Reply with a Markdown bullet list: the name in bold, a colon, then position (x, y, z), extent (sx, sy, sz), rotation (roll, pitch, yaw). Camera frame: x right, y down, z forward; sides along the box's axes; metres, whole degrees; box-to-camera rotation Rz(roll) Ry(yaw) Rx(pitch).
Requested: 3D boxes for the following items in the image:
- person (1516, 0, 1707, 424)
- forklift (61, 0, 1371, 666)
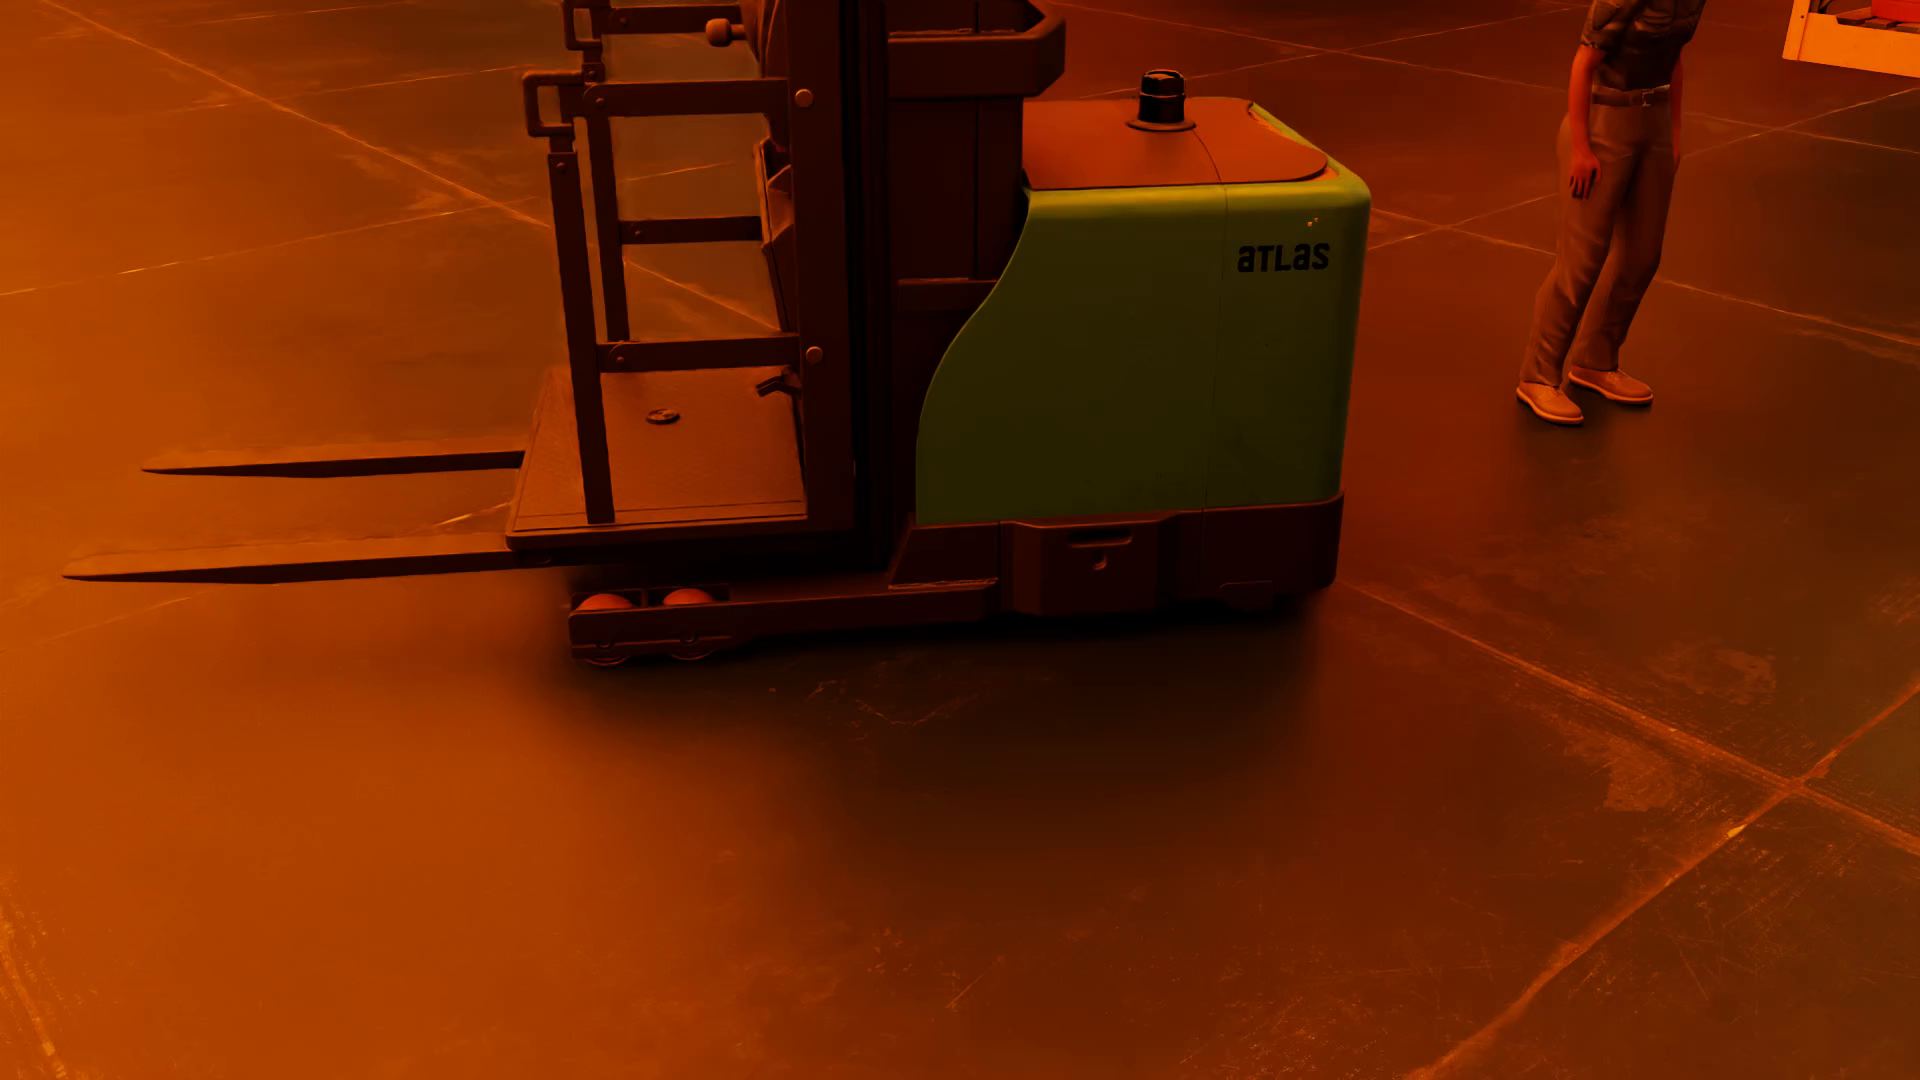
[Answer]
- **person**: position (2.026, -1.207, 5.076), extent (0.522, 1.653, 0.349), rotation (-15, 30, -28)
- **forklift**: position (-0.619, -1.267, 3.758), extent (3.031, 2.935, 1.130), rotation (-3, 27, -7)
